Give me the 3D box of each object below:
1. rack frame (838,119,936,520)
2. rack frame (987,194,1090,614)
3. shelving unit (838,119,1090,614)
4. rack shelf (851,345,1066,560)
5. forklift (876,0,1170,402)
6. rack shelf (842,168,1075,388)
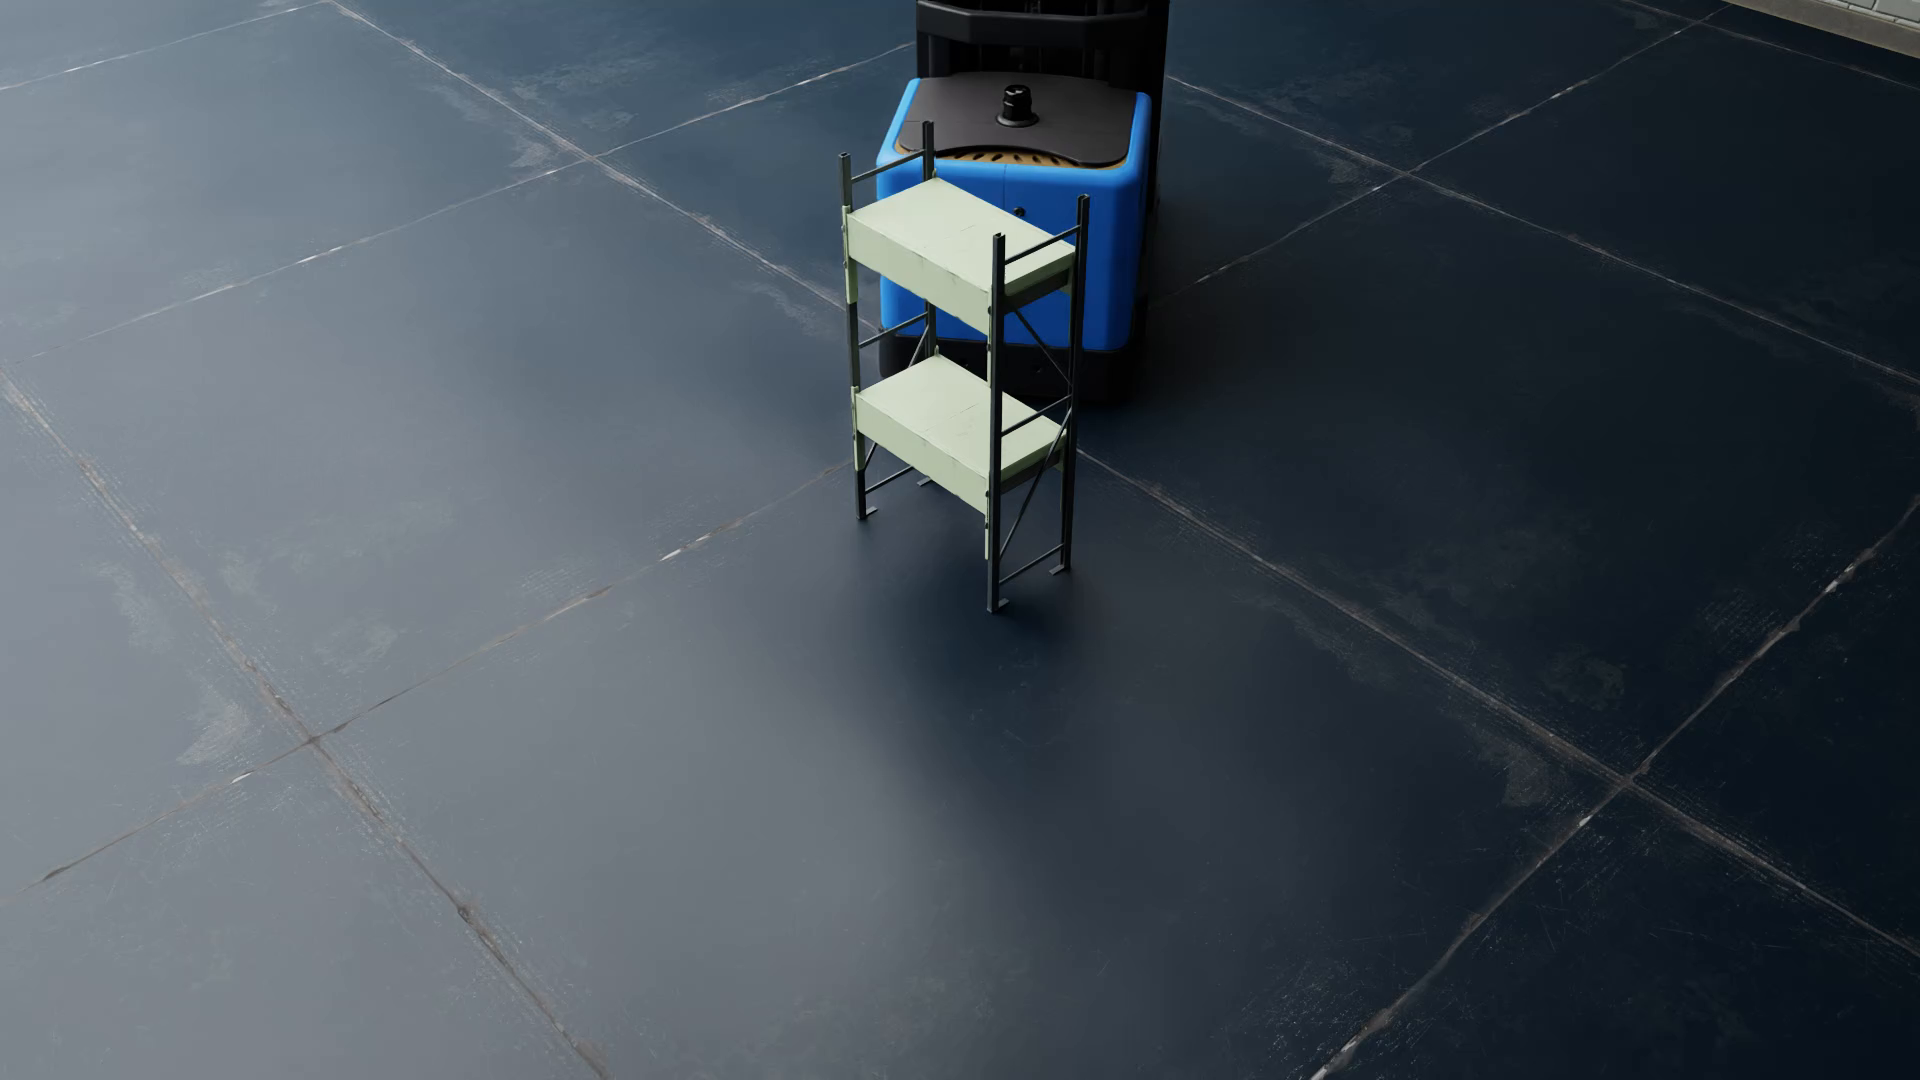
[{"bbox_3d":[-0.243,-0.750,5.985,0.400,1.500,0.023,-30,48,-32],"label":"rack frame"},{"bbox_3d":[0.252,-0.411,5.565,0.400,1.500,0.023,-30,48,-32],"label":"rack frame"},{"bbox_3d":[0.005,-0.580,5.775,0.431,1.500,0.755,-30,48,-32],"label":"shelving unit"},{"bbox_3d":[0.005,-0.327,5.980,0.431,0.370,0.720,-30,48,-32],"label":"rack shelf"},{"bbox_3d":[0.389,-2.632,7.176,1.130,2.935,3.031,5,39,7],"label":"forklift"},{"bbox_3d":[0.005,-0.884,5.530,0.431,0.370,0.720,-30,48,-32],"label":"rack shelf"}]
